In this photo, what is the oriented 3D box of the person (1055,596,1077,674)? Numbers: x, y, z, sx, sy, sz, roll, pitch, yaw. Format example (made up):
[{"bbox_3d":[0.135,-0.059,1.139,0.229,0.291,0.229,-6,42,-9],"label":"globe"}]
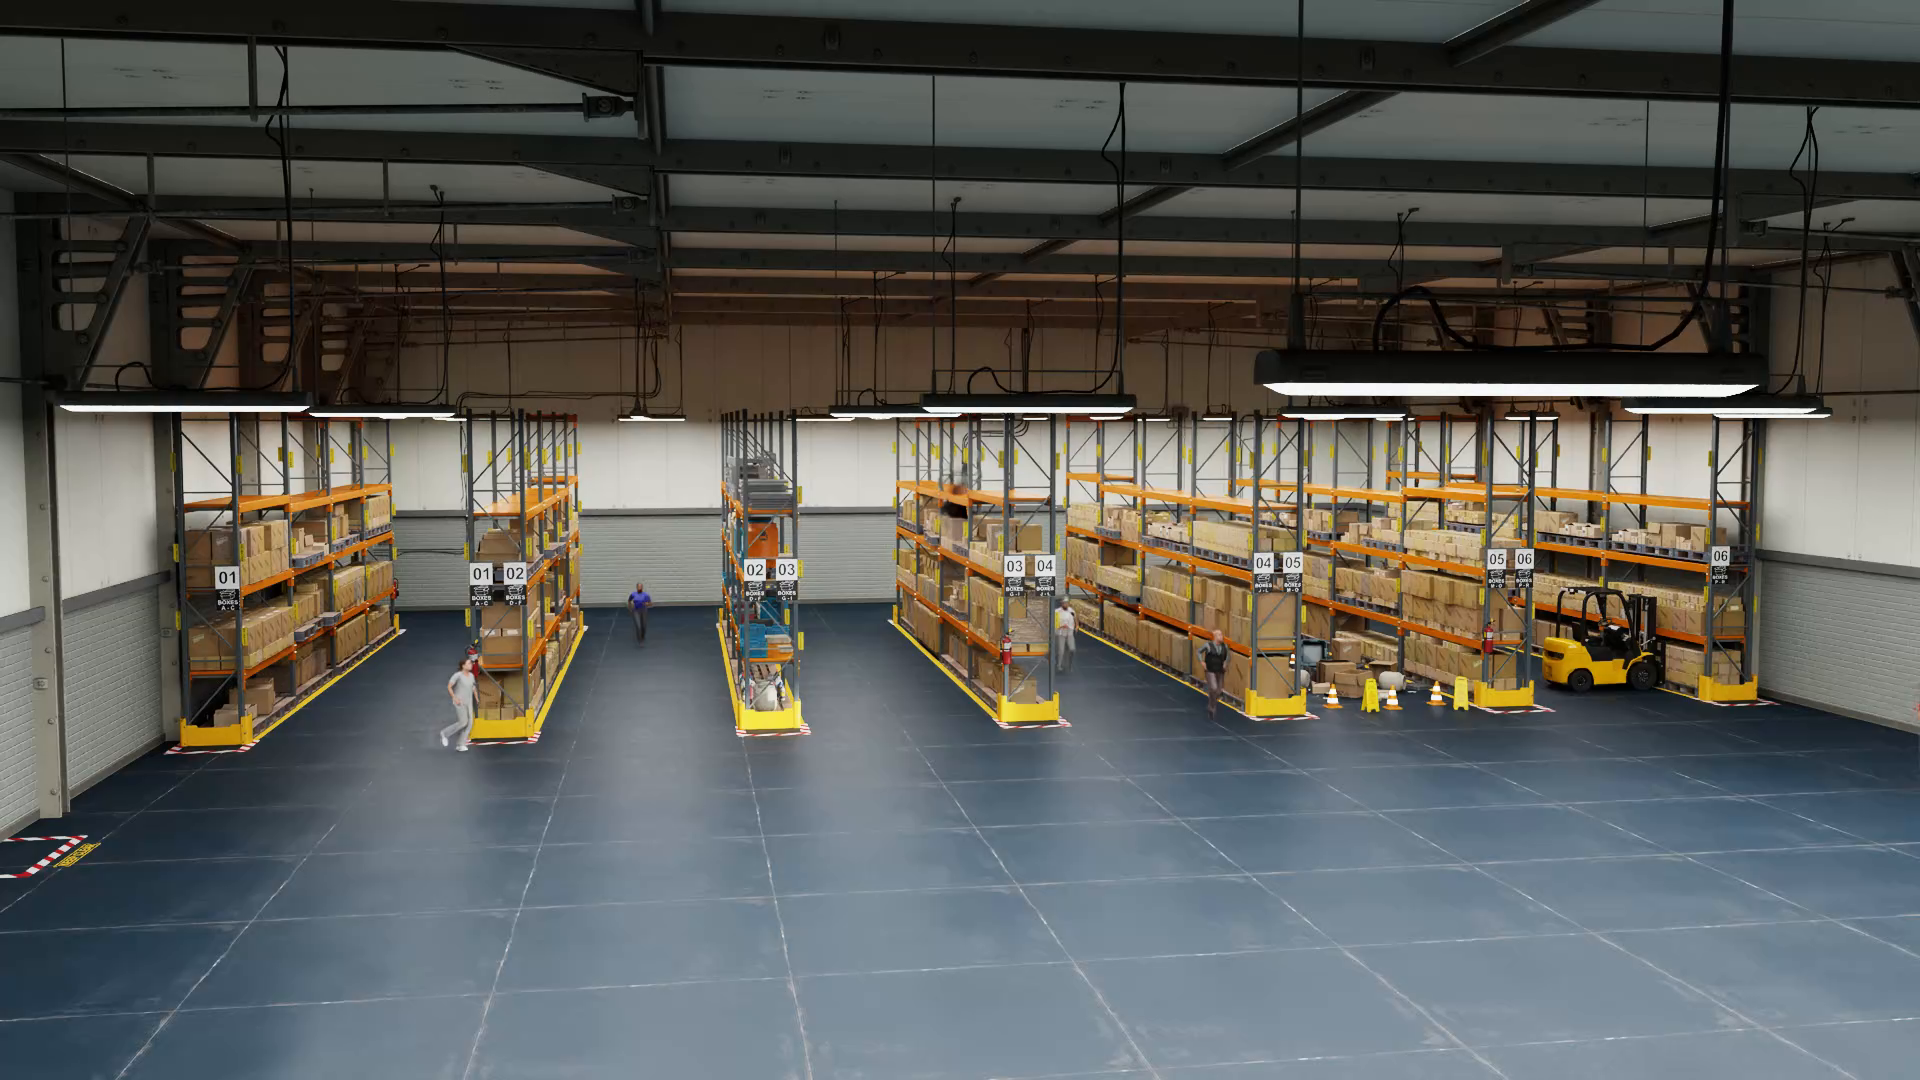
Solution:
[{"bbox_3d":[2.427,2.206,38.161,0.686,1.846,0.746,-1,4,-18],"label":"person"}]

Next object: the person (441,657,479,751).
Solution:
[{"bbox_3d":[-8.767,2.916,29.303,0.578,1.527,0.618,2,4,27],"label":"person"}]

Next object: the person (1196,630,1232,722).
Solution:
[{"bbox_3d":[4.972,2.620,32.334,0.656,1.761,0.790,-1,4,-19],"label":"person"}]

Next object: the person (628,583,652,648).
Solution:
[{"bbox_3d":[-8.219,1.909,42.685,0.559,1.626,0.912,-1,4,-17],"label":"person"}]
